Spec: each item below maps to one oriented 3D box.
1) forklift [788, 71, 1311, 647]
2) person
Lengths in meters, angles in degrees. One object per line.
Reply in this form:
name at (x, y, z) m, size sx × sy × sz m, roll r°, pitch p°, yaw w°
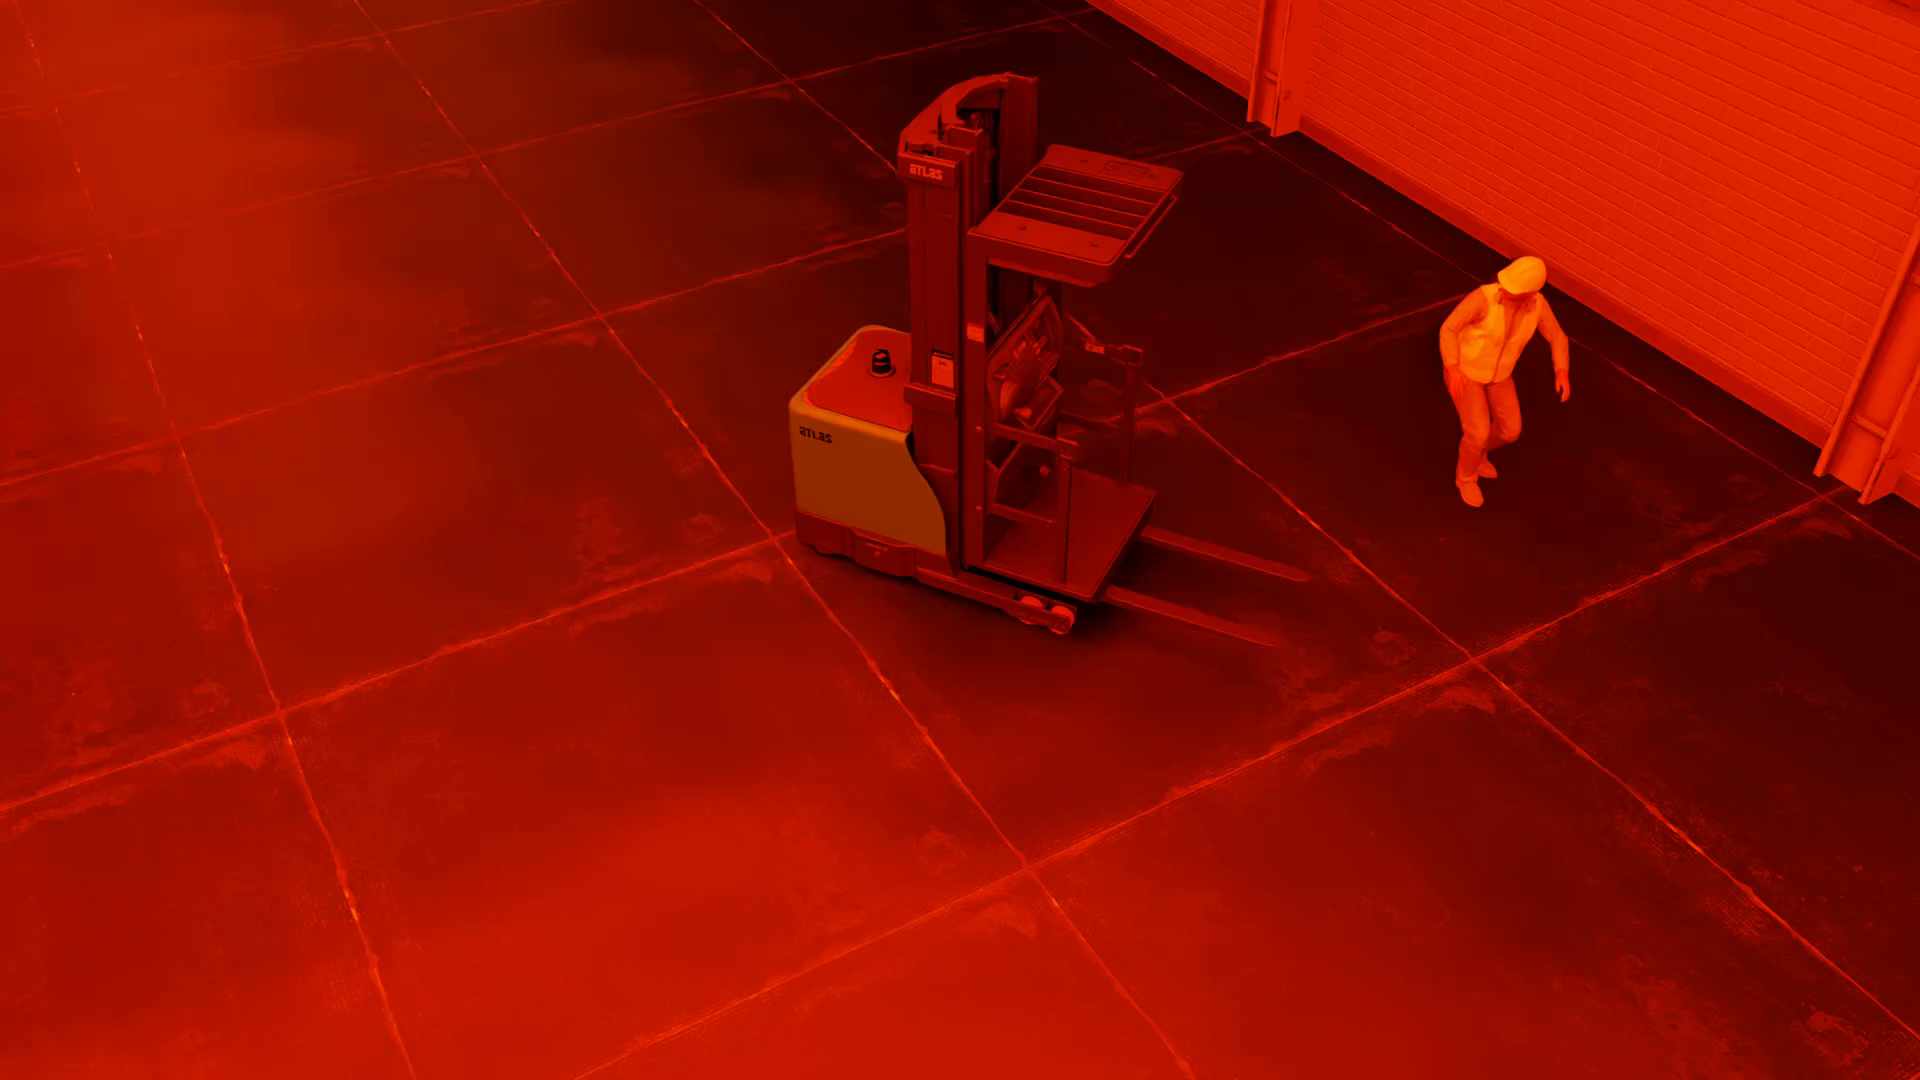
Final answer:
forklift at (0.544, -0.970, 9.206) m, size 3.031 × 2.935 × 1.130 m, roll 17°, pitch 43°, yaw 19°
person at (3.315, -0.975, 10.198) m, size 0.777 × 1.687 × 0.716 m, roll -11°, pitch 41°, yaw -13°
